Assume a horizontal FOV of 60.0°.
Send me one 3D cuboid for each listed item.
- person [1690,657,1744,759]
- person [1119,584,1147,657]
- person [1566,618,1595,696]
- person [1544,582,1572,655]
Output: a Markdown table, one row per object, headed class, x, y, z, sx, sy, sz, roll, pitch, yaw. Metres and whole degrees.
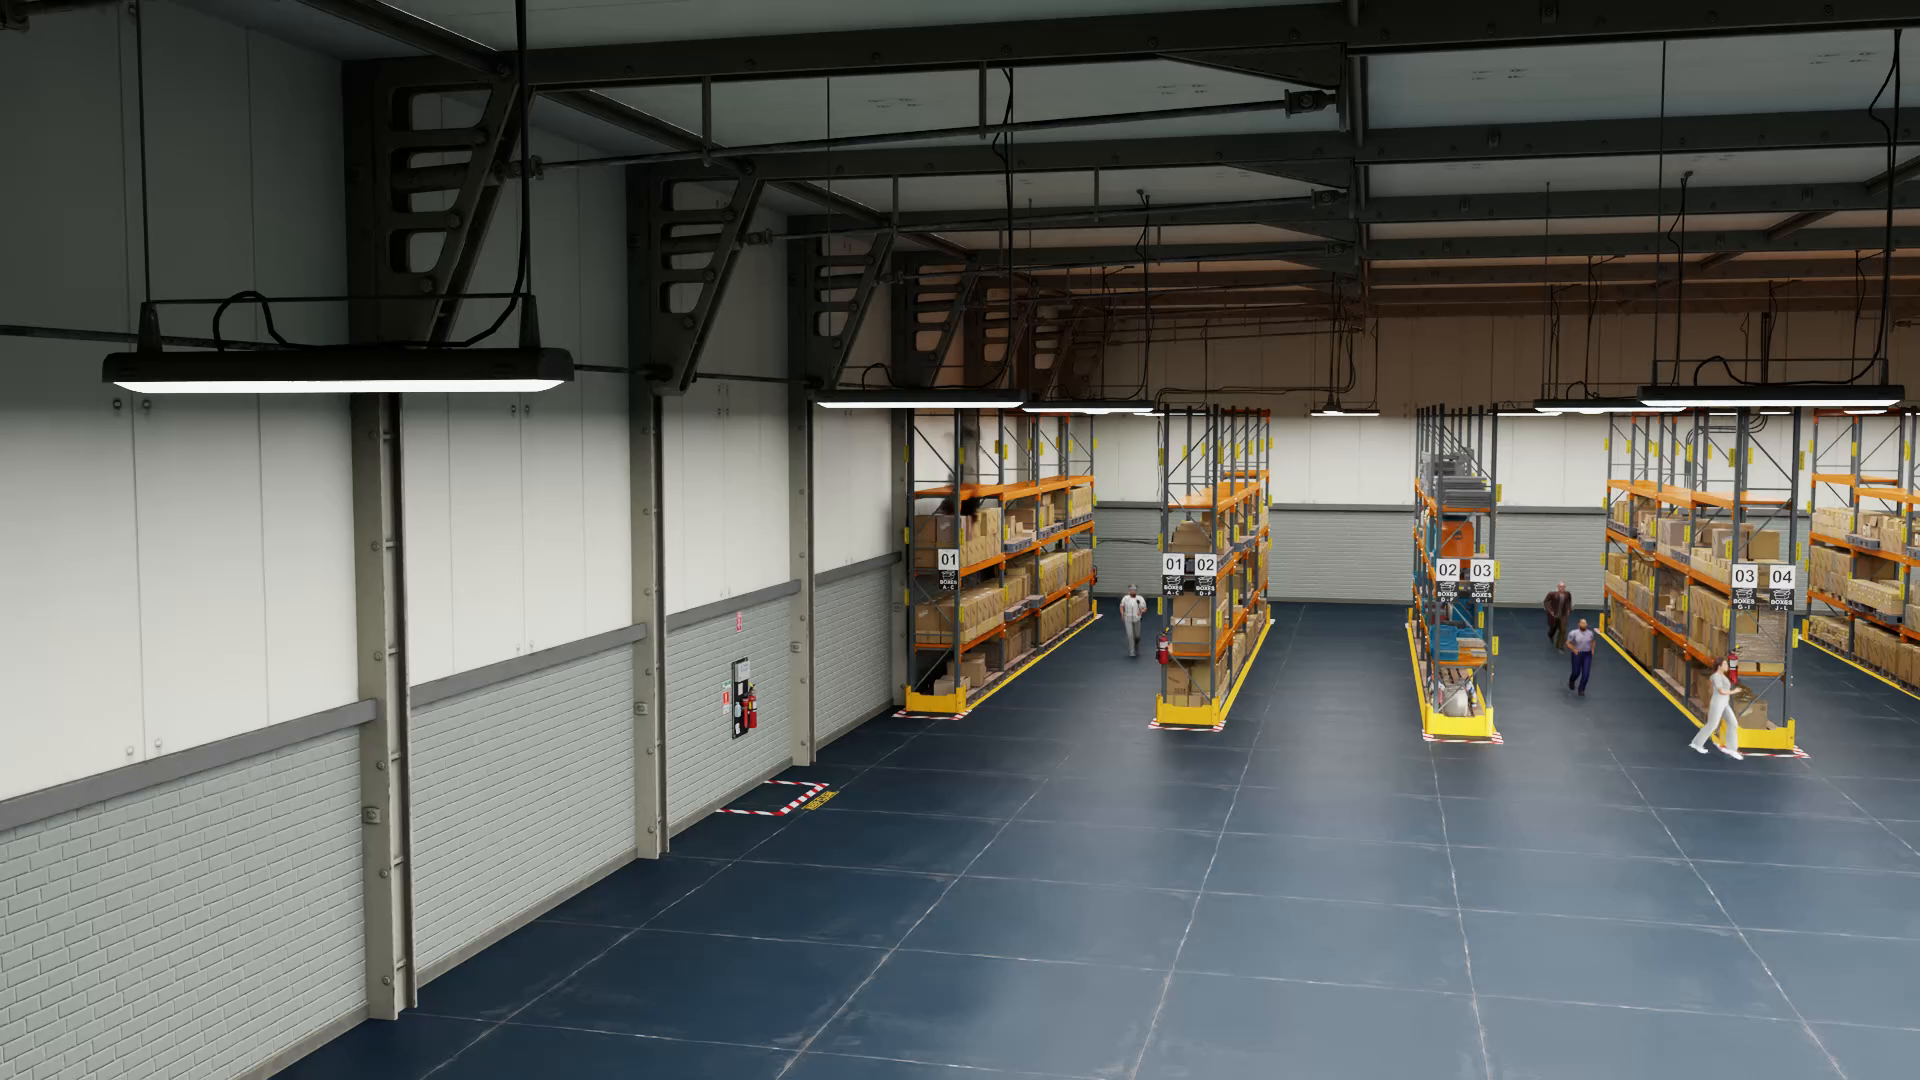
| class | x | y | z | sx | sy | sz | roll | pitch | yaw |
| --- | --- | --- | --- | --- | --- | --- | --- | --- | --- |
| person | 12.824 | 2.830 | 28.137 | 0.812 | 1.713 | 0.549 | 3 | 5 | 37 |
| person | 4.178 | 1.922 | 40.191 | 0.664 | 1.745 | 0.741 | 0 | 4 | 6 |
| person | 12.883 | 2.413 | 34.492 | 0.595 | 1.601 | 0.560 | 0 | 4 | 4 |
| person | 14.685 | 1.941 | 40.888 | 0.709 | 1.684 | 1.098 | 0 | 4 | 5 |
